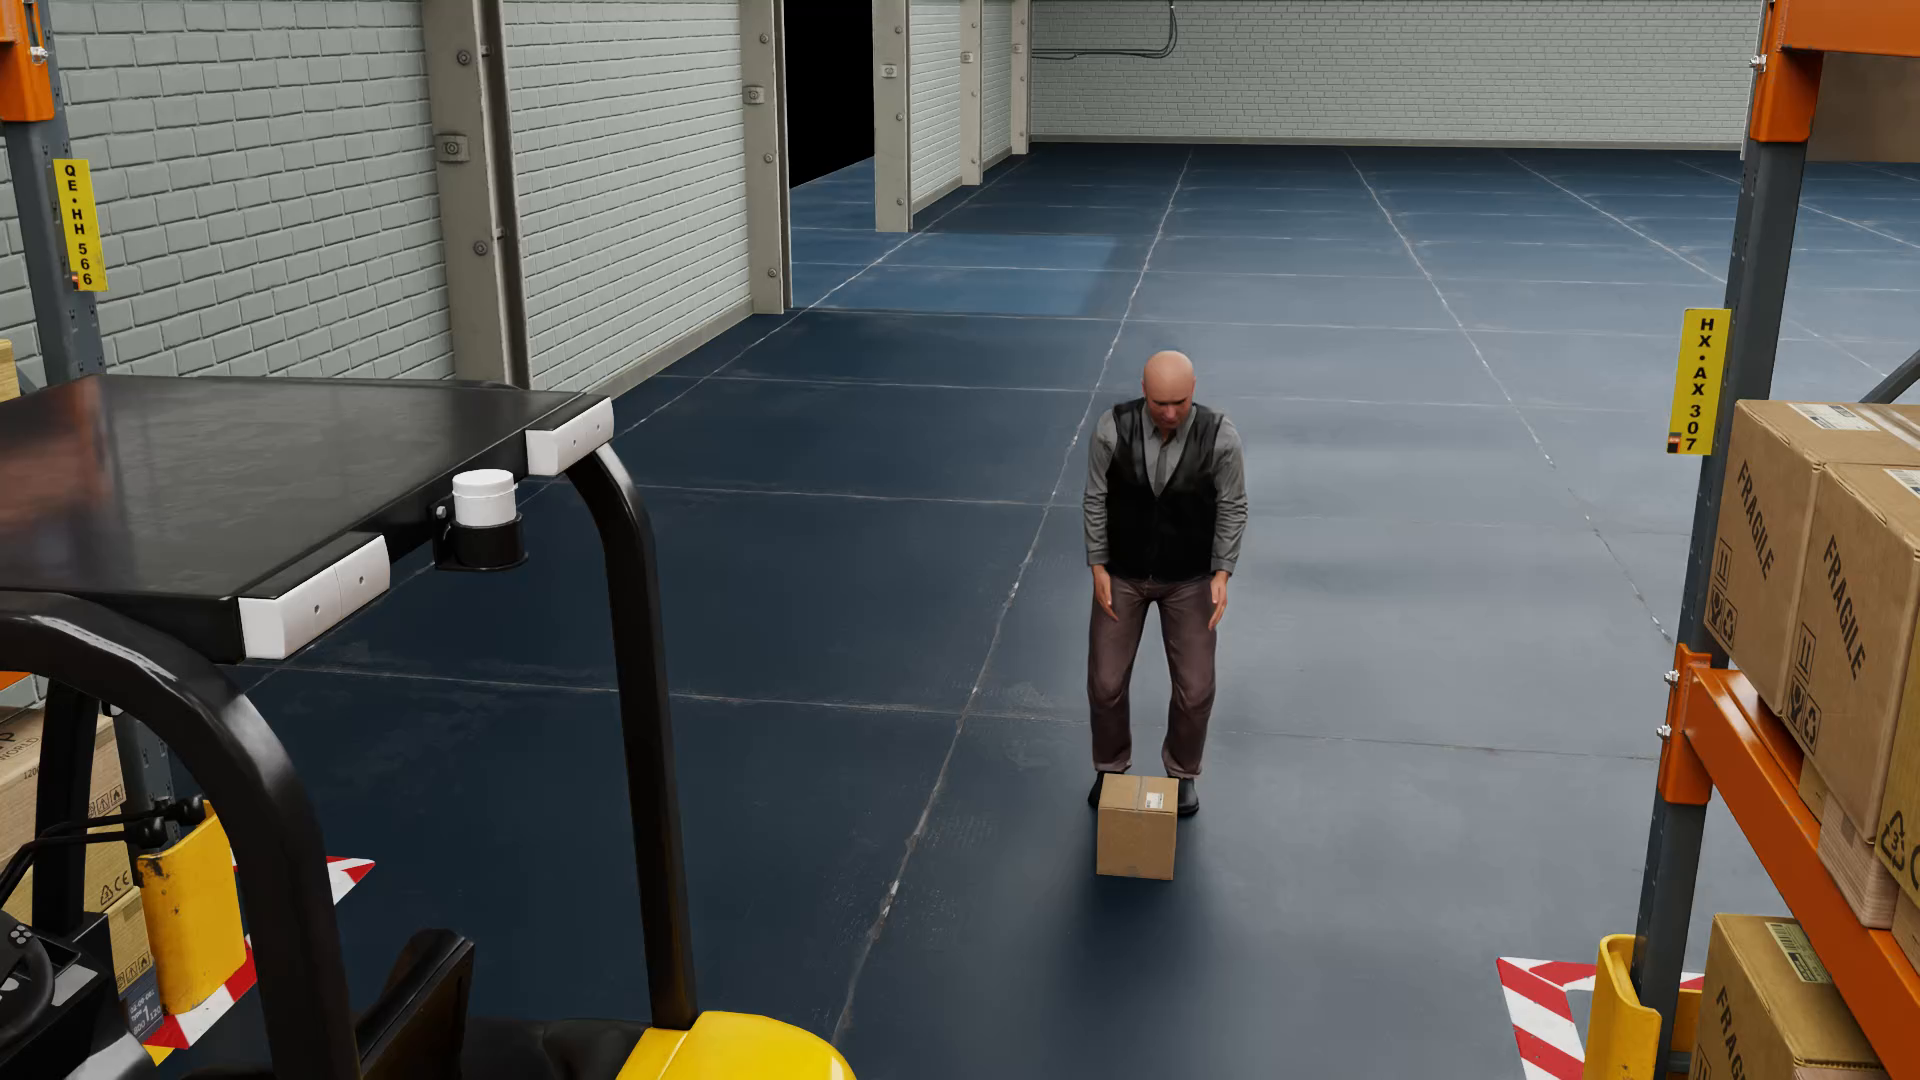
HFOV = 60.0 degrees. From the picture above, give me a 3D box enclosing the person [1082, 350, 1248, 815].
[{"bbox_3d":[0.702,0.140,5.776,0.563,1.658,0.447,3,18,10],"label":"person"}]
